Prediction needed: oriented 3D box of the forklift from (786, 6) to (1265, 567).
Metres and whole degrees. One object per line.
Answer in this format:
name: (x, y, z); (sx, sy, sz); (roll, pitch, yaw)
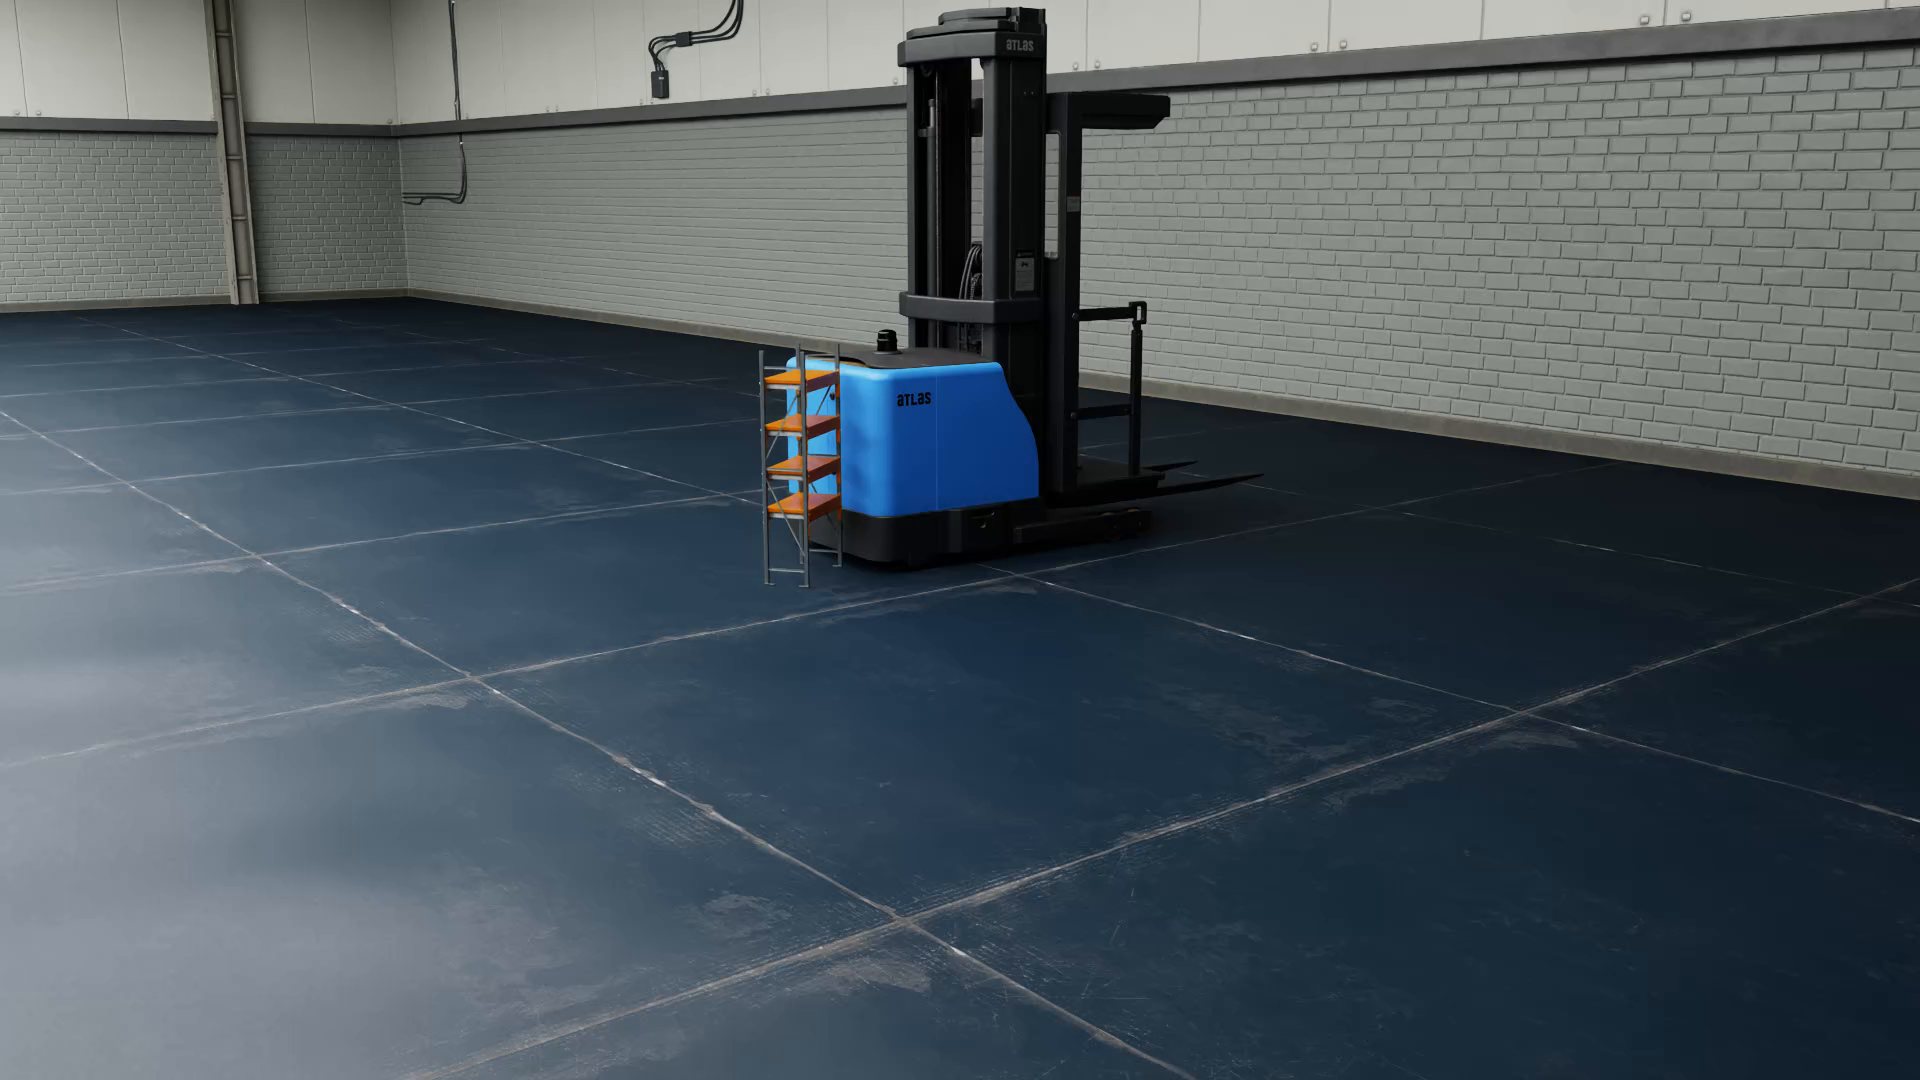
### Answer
forklift: (0.508, -1.509, 9.681); (3.031, 2.935, 1.130); (-8, 15, -35)

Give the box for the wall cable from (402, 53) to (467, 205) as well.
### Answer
wall cable: (-9.414, -7.200, 29.345); (0.112, 2.526, 3.097); (-9, 15, -38)

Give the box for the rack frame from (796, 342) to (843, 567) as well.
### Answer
rack frame: (-0.748, -0.448, 8.852); (0.240, 1.200, 0.015); (3, 12, 16)

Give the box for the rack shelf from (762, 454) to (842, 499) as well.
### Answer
rack shelf: (-0.817, -0.334, 8.637); (0.258, 0.148, 0.480); (3, 12, 16)

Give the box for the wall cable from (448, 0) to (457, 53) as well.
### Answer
wall cable: (-7.724, -9.231, 26.754); (0.112, 2.526, 3.097); (-9, 15, -38)

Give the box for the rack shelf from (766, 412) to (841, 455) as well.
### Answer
rack shelf: (-0.817, -0.553, 8.590); (0.258, 0.148, 0.480); (3, 12, 16)

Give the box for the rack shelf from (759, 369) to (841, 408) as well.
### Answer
rack shelf: (-0.817, -0.784, 8.541); (0.258, 0.148, 0.480); (3, 12, 16)

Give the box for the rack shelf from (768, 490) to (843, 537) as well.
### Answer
rack shelf: (-0.817, -0.140, 8.678); (0.258, 0.148, 0.480); (3, 12, 16)

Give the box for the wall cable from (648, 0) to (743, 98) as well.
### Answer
wall cable: (-3.496, -8.840, 21.408); (0.169, 6.003, 2.305); (-9, 15, -38)

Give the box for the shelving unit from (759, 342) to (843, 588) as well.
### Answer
shelving unit: (-0.817, -0.400, 8.623); (0.258, 1.200, 0.503); (3, 12, 16)

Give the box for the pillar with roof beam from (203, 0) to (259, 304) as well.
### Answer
pillar with roof beam: (-9.851, -7.852, 24.944); (0.400, 9.000, 9.100); (-9, 15, -38)

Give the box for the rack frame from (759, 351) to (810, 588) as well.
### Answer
rack frame: (-0.885, -0.351, 8.394); (0.240, 1.200, 0.015); (3, 12, 16)
